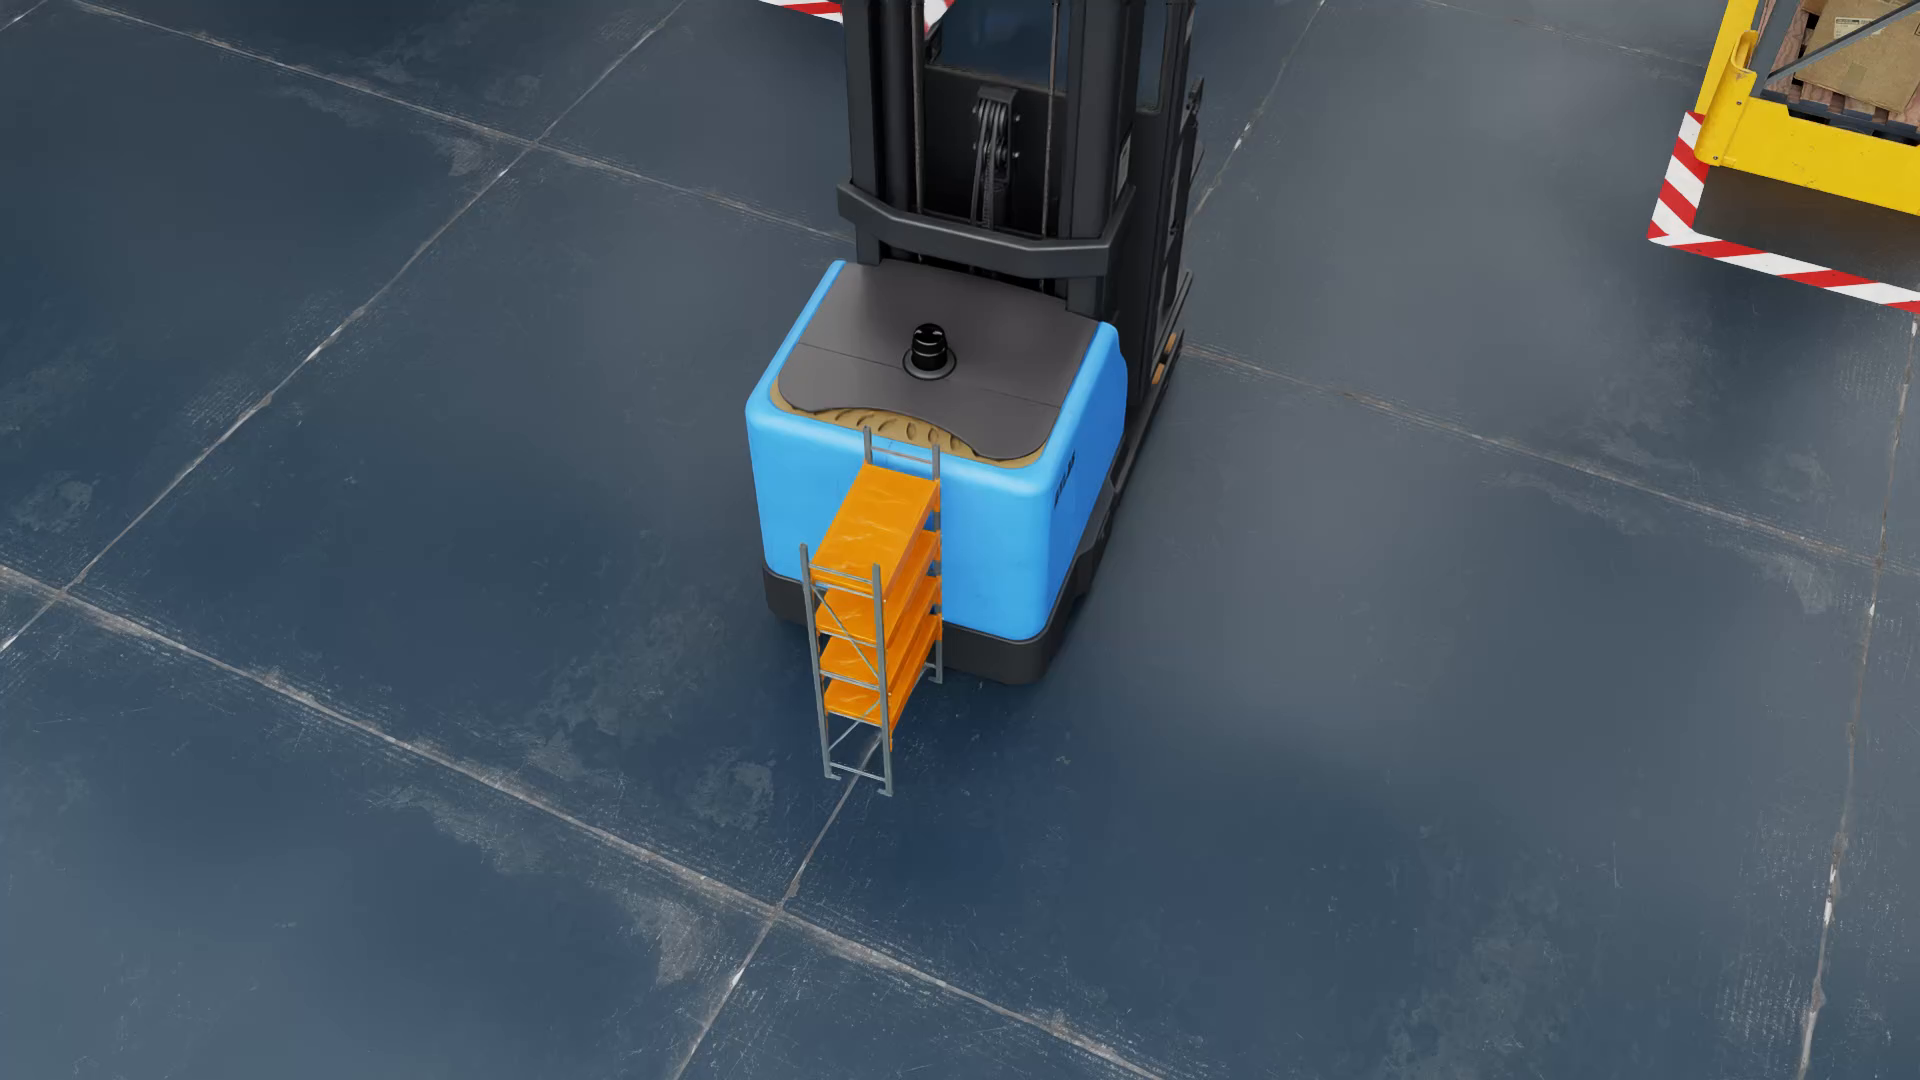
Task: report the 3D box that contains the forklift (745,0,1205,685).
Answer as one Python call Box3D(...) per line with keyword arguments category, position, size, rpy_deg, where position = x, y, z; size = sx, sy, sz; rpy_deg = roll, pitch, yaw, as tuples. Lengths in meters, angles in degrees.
Box3D(category="forklift", position=(0.276, -1.600, 5.687), size=(1.130, 2.935, 3.031), rpy_deg=(15, 51, 12))

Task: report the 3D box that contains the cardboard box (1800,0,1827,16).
Box3D(category="cardboard box", position=(4.490, -2.798, 8.027), size=(0.500, 0.500, 0.500), rpy_deg=(33, 57, 25))

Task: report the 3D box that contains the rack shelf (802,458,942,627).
Box3D(category="rack shelf", position=(-0.256, 0.001, 4.945), size=(0.258, 0.148, 0.480), rpy_deg=(15, 51, 12))

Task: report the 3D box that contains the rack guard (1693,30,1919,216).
Box3D(category="rack guard", position=(4.016, -1.867, 7.510), size=(1.175, 0.500, 0.348), rpy_deg=(20, 52, 16))

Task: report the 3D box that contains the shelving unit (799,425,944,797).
Box3D(category="shelving unit", position=(-0.256, 0.256, 5.245), size=(0.258, 1.200, 0.503), rpy_deg=(15, 51, 12))

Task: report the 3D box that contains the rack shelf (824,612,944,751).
Box3D(category="rack shelf", position=(-0.256, 0.428, 5.447), size=(0.258, 0.148, 0.480), rpy_deg=(15, 51, 12))

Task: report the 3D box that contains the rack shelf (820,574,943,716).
Box3D(category="rack shelf", position=(-0.256, 0.299, 5.296), size=(0.258, 0.148, 0.480), rpy_deg=(15, 51, 12))

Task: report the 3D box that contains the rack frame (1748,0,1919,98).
Box3D(category="rack frame", position=(3.984, -2.625, 6.514), size=(1.000, 3.000, 0.127), rpy_deg=(20, 52, 16))

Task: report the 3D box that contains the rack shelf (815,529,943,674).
Box3D(category="rack shelf", position=(-0.256, 0.154, 5.126), size=(0.258, 0.148, 0.480), rpy_deg=(15, 51, 12))

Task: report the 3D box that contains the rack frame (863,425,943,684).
Box3D(category="rack frame", position=(-0.174, 0.080, 5.394), size=(0.240, 1.200, 0.015), rpy_deg=(15, 51, 12))

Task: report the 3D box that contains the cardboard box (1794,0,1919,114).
Box3D(category="cardboard box", position=(4.266, -2.375, 7.667), size=(0.500, 0.500, 0.500), rpy_deg=(29, 55, 22))

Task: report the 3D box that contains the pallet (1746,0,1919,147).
Box3D(category="pallet", position=(4.395, -2.321, 8.087), size=(1.003, 0.211, 1.213), rpy_deg=(20, 52, 16))

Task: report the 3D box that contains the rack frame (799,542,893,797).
Box3D(category="rack frame", position=(-0.337, 0.431, 5.096), size=(0.240, 1.200, 0.015), rpy_deg=(15, 51, 12))
